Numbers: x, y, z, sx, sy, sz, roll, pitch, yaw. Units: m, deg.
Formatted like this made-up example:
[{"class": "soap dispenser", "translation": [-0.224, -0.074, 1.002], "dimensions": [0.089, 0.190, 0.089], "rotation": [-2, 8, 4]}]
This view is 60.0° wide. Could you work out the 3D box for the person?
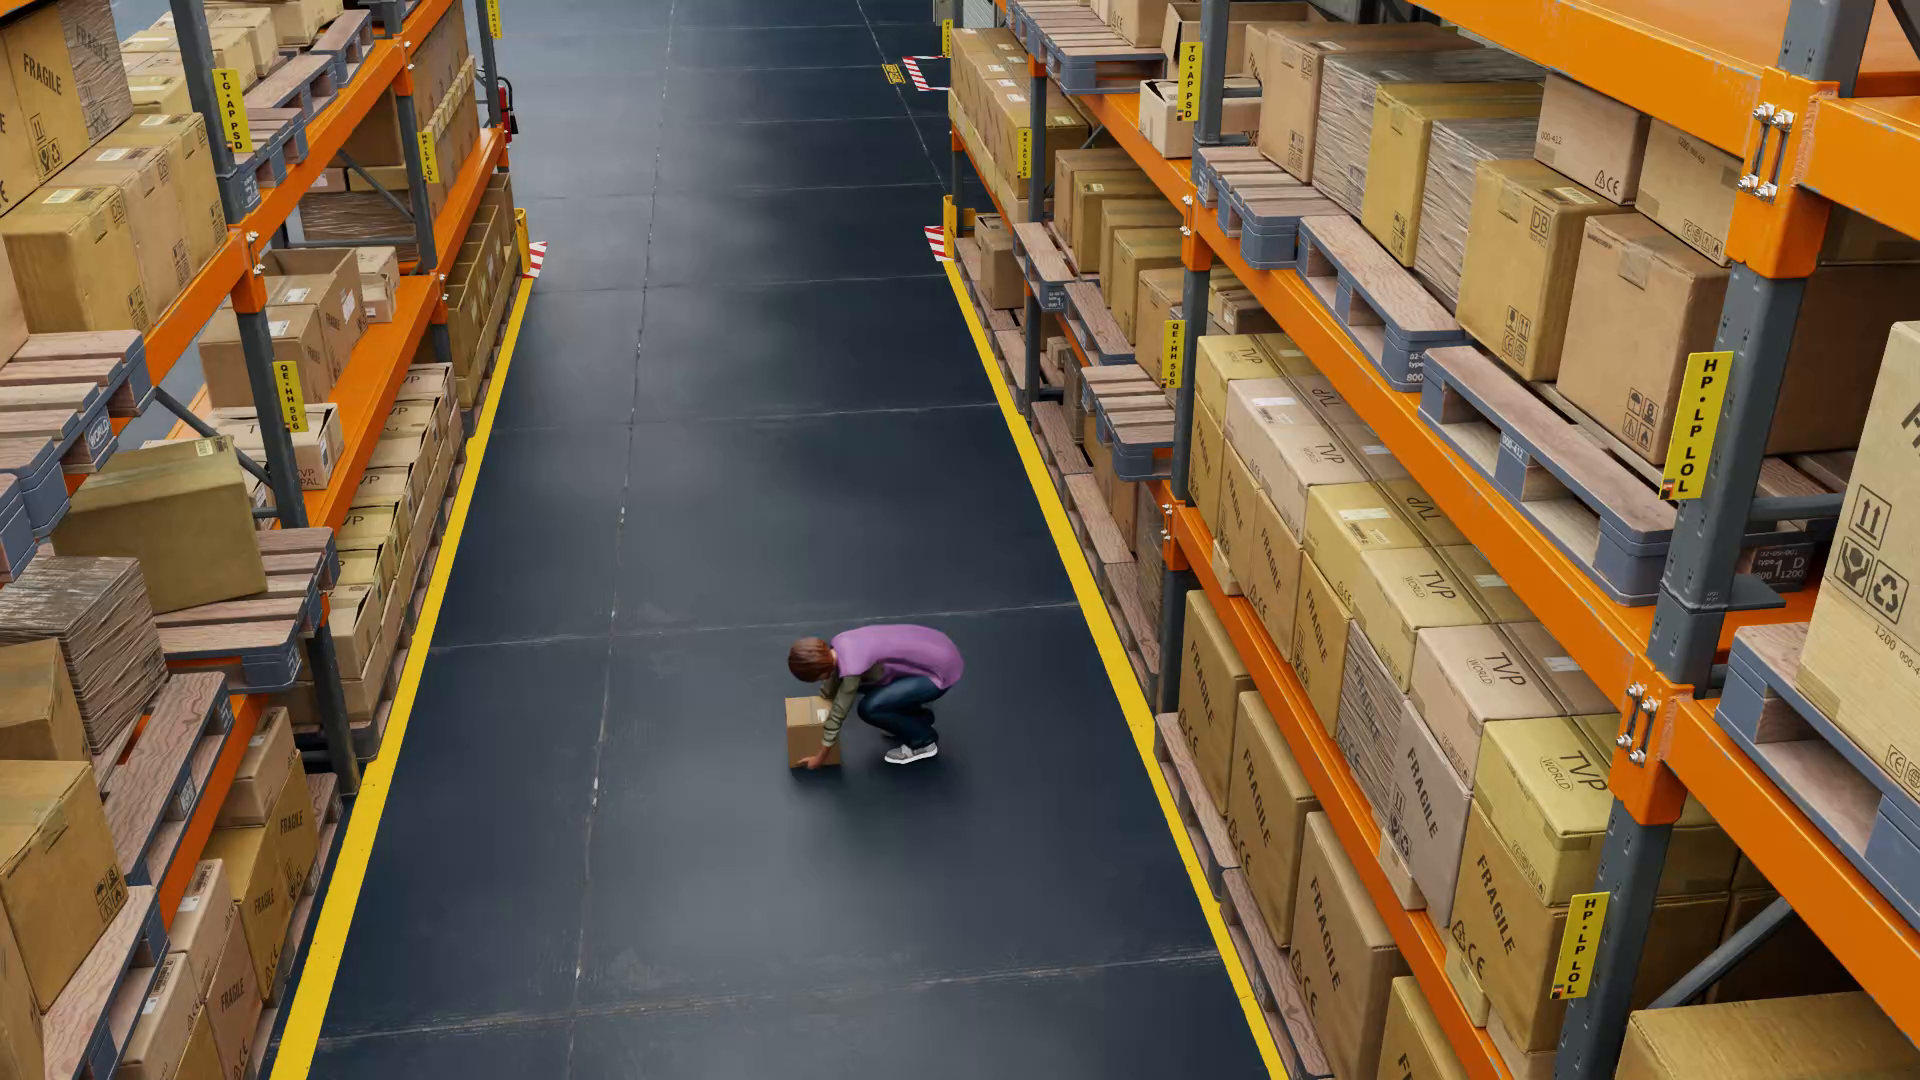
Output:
[{"class": "person", "translation": [-0.408, 0.751, 8.198], "dimensions": [0.864, 0.697, 0.421], "rotation": [-4, 28, -8]}]
